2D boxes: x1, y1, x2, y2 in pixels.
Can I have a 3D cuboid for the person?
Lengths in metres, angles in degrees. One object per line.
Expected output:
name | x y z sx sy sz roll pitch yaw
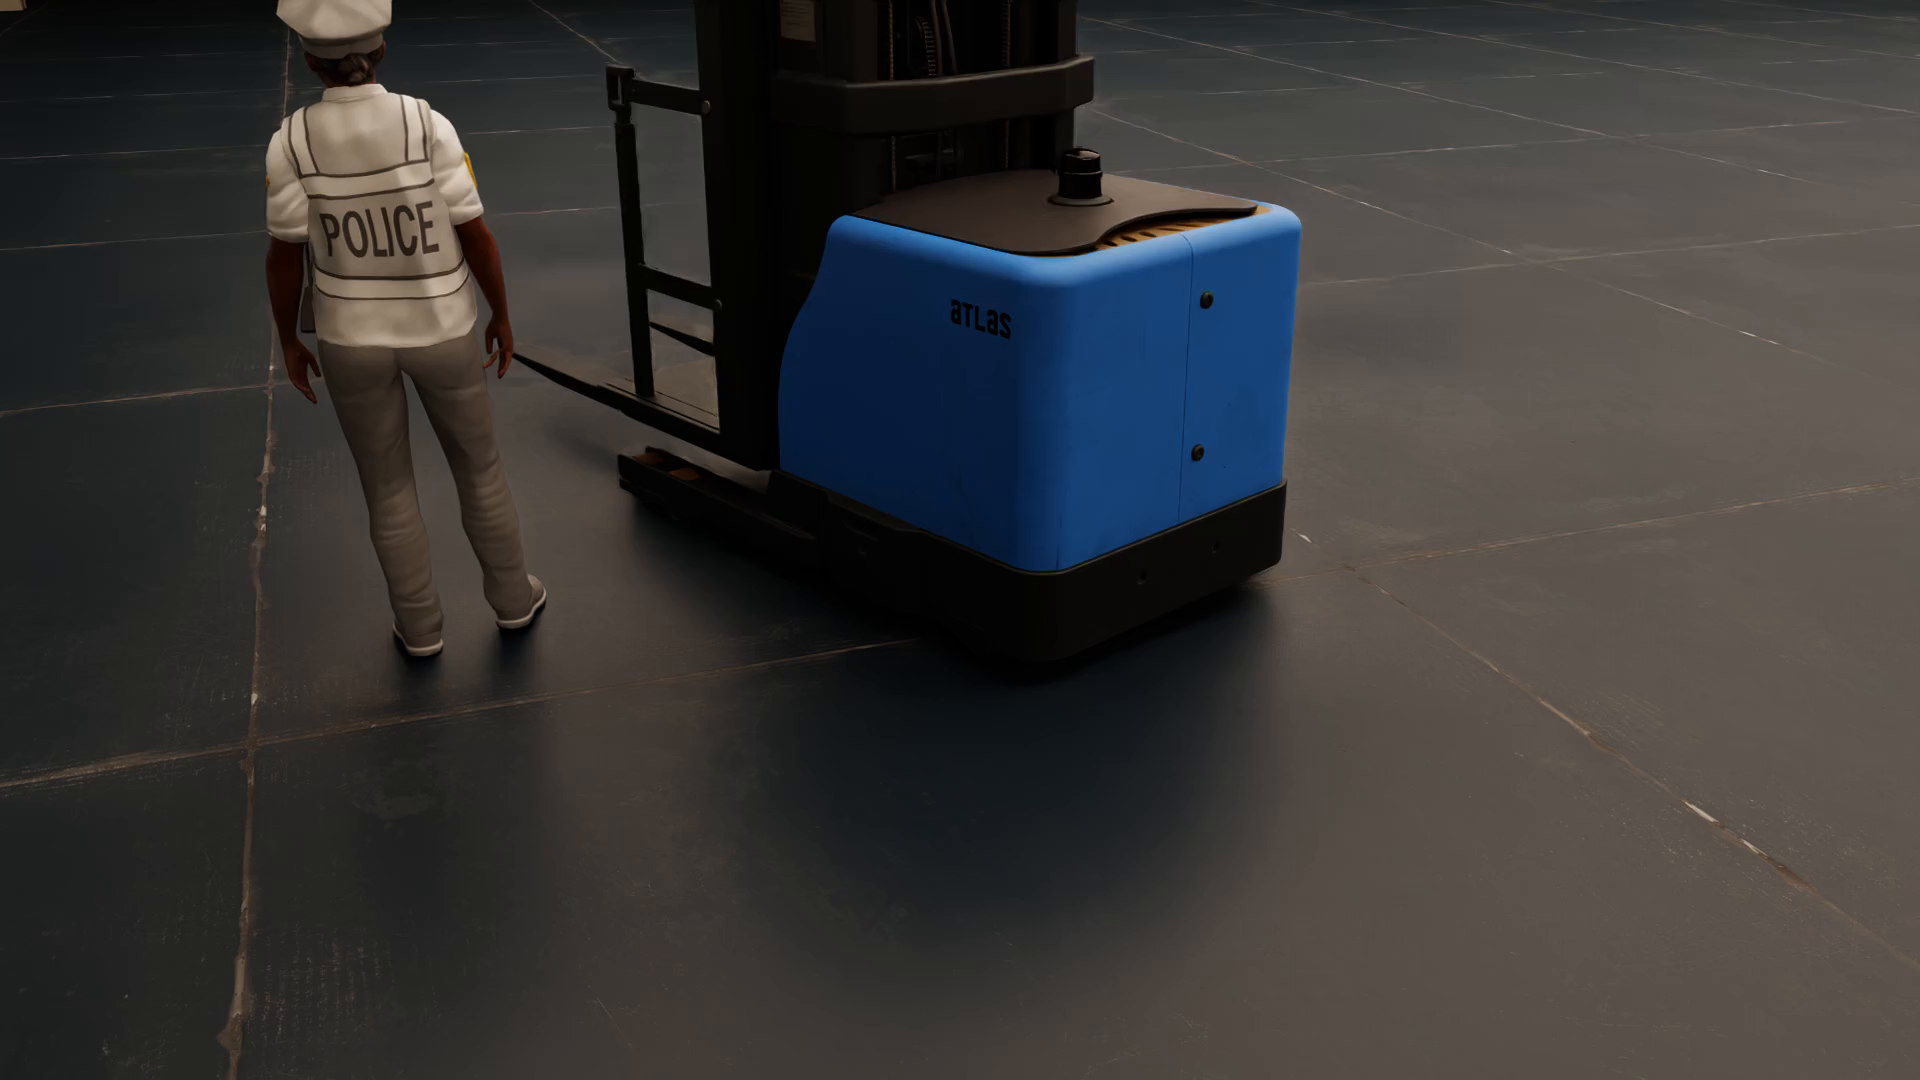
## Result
person | -1.385 -0.522 4.127 0.566 1.697 0.508 -7 24 -15

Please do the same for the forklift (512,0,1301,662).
forklift | -0.449 -1.531 4.938 1.130 2.935 3.031 -20 30 -39
